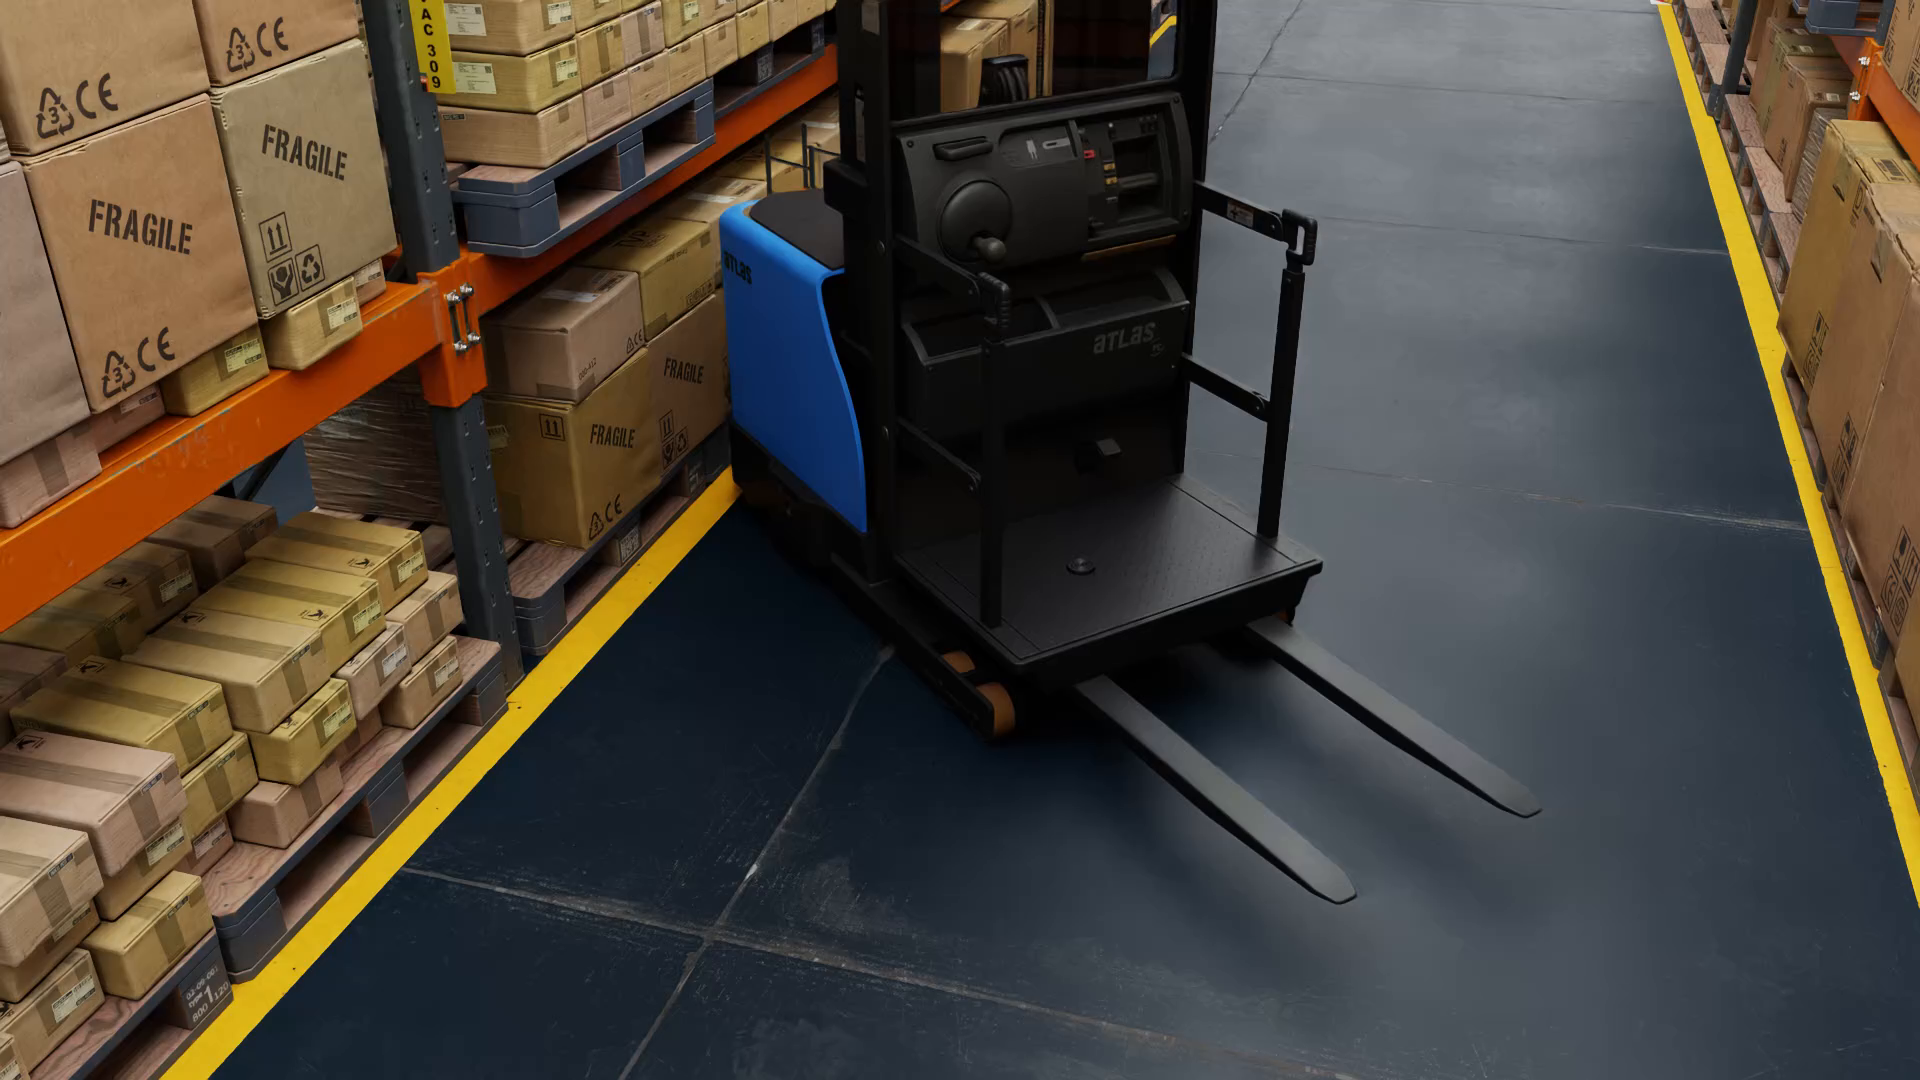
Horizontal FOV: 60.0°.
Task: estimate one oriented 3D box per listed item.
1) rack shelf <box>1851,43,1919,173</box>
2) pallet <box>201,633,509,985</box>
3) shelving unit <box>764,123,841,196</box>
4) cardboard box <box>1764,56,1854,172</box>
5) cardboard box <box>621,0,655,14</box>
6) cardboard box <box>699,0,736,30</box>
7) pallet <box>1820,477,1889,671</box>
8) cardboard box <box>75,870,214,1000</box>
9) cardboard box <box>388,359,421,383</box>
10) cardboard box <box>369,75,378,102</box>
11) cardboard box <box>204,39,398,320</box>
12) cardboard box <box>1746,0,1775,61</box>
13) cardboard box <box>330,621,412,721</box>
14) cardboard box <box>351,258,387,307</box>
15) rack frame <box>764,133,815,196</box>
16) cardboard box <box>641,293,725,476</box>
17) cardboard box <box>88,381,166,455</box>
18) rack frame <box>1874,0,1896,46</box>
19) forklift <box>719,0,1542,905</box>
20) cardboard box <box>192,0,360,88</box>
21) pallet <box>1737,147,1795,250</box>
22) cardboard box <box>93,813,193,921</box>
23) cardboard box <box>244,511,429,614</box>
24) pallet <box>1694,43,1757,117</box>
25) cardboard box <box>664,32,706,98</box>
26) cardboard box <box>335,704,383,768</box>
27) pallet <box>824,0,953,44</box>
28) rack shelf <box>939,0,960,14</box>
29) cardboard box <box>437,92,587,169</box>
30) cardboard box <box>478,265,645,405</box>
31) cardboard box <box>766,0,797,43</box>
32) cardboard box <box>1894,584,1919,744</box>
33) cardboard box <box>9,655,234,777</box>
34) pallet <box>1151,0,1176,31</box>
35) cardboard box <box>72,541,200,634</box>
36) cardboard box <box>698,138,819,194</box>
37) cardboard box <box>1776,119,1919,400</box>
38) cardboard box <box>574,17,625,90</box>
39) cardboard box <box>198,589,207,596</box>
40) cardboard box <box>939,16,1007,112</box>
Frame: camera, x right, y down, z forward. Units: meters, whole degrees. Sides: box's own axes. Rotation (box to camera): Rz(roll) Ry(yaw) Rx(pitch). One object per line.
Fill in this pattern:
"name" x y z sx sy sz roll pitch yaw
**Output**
"rack shelf" 3.497 -0.797 4.838 1.077 0.370 4.000 8 30 15
"pallet" -1.965 0.599 4.457 1.003 0.211 1.213 8 30 15
"shelving unit" -0.541 -0.900 6.131 0.258 1.200 0.189 23 36 34
"cardboard box" 4.735 -2.239 8.808 0.700 0.500 0.500 6 30 11
"cardboard box" -1.093 -1.637 4.822 0.380 0.149 0.250 9 30 15
"cardboard box" -0.944 -1.746 5.323 0.380 0.149 0.250 10 31 17
"pallet" 3.420 0.098 5.357 1.003 0.211 1.213 8 30 15
"cardboard box" -1.895 0.837 3.660 0.380 0.149 0.250 8 30 15
"cardboard box" -1.825 -0.738 5.359 0.500 0.250 0.500 8 30 14
"cardboard box" -1.875 -1.224 4.690 0.380 0.149 0.250 8 30 14
"cardboard box" -1.674 -0.846 3.776 0.500 0.500 0.500 9 30 15
"cardboard box" 5.574 -3.439 10.985 0.500 0.500 0.500 19 34 30
"cardboard box" -1.658 0.314 4.294 0.380 0.149 0.250 7 30 12
"cardboard box" -1.662 -0.661 4.111 0.380 0.149 0.250 8 30 14
"rack frame" -0.600 -0.867 6.070 0.240 1.200 0.006 23 36 34
"cardboard box" -1.178 -0.580 5.846 0.500 0.500 0.500 10 31 17
"cardboard box" -1.910 -0.300 3.463 0.380 0.149 0.250 8 30 13
"rack frame" 4.084 -2.041 6.334 1.000 3.000 0.127 8 30 15
"forklift" 0.370 -0.969 4.476 1.130 2.935 3.031 -16 33 -27
"cardboard box" -1.682 -1.291 3.547 0.500 0.500 0.500 7 30 13
"pallet" 4.675 -1.751 8.680 1.003 0.211 1.213 8 30 15
"cardboard box" -1.944 0.665 3.663 0.380 0.149 0.250 9 30 16
"cardboard box" -1.658 0.068 4.431 0.380 0.149 0.250 9 30 16
"pallet" 5.421 -2.999 10.923 1.003 0.211 1.213 8 30 15
"cardboard box" -1.019 -1.490 5.169 0.380 0.149 0.250 9 30 15
"cardboard box" -1.748 0.465 4.329 0.380 0.149 0.250 9 30 16
"pallet" -0.735 -2.366 7.114 1.213 0.211 1.003 8 30 15
"rack shelf" -0.041 -3.411 9.536 1.077 0.370 4.000 8 30 15
"cardboard box" -1.247 -1.128 4.519 0.380 0.149 0.250 7 30 12
"cardboard box" -1.333 -0.662 5.222 0.500 0.250 0.500 7 30 13
"cardboard box" -0.792 -1.852 5.821 0.380 0.149 0.250 7 30 13
"cardboard box" 3.078 0.262 3.946 1.225 0.875 0.875 9 30 15
"cardboard box" -1.912 0.418 3.801 0.380 0.149 0.250 9 30 17
"pallet" 1.200 -4.347 13.348 1.003 0.211 1.213 8 30 15
"cardboard box" -2.239 0.115 4.346 0.380 0.149 0.250 10 31 17
"cardboard box" -0.880 -1.389 6.530 0.500 0.250 0.500 9 30 16
"cardboard box" 3.861 -0.979 6.177 1.225 0.875 0.875 7 30 13
"cardboard box" -1.173 -1.379 4.664 0.380 0.149 0.250 8 30 14
"cardboard box" -2.214 0.118 4.647 0.380 0.149 0.250 10 31 17
"cardboard box" -0.363 -2.267 8.621 1.050 0.750 0.750 8 30 14
